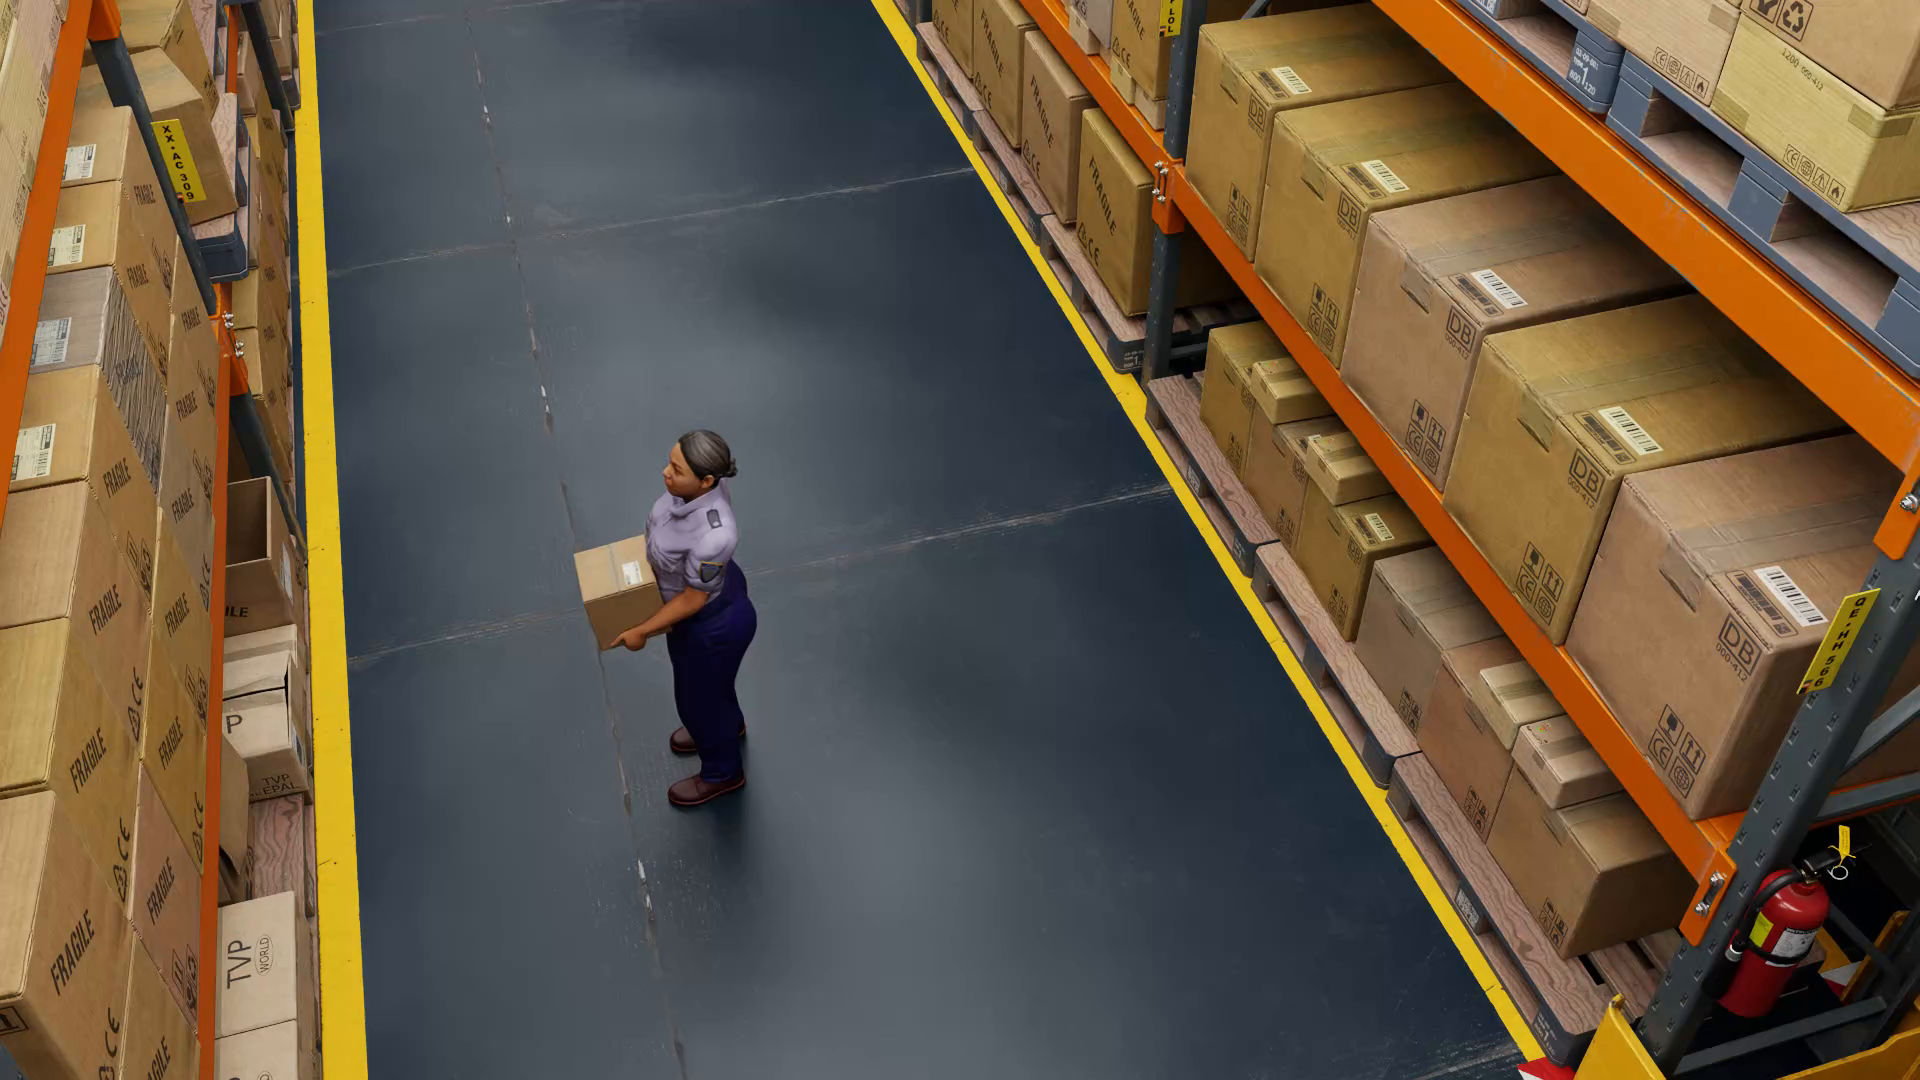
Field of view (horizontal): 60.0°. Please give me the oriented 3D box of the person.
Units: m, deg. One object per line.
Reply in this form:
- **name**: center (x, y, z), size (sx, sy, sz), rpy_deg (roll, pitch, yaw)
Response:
- **person**: center (-0.982, 0.284, 5.874), size (0.515, 1.627, 0.452), rpy_deg (-12, 44, -13)
